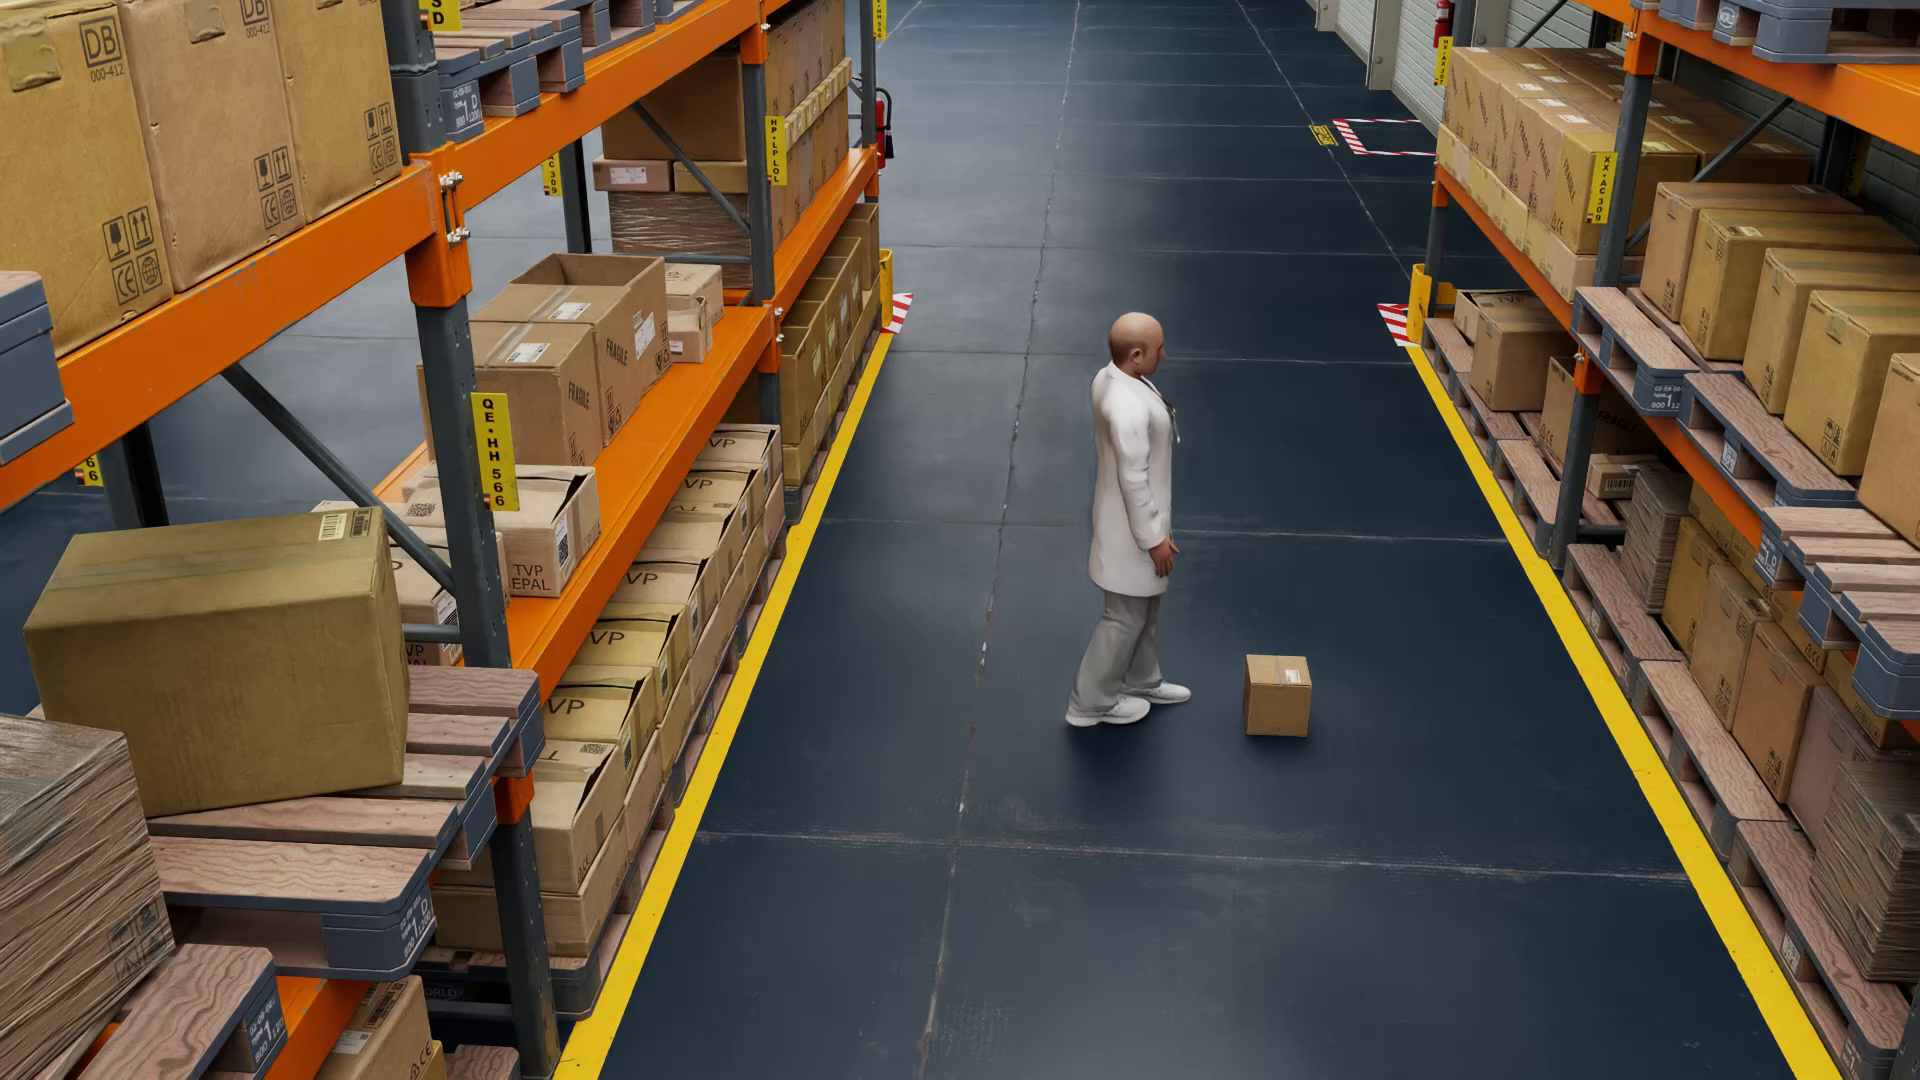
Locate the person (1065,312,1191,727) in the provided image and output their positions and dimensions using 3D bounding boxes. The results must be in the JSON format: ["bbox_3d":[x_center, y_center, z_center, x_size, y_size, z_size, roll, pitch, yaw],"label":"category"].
[{"bbox_3d":[0.727,-0.059,6.755,0.586,1.799,0.594,-2,24,-4],"label":"person"}]
